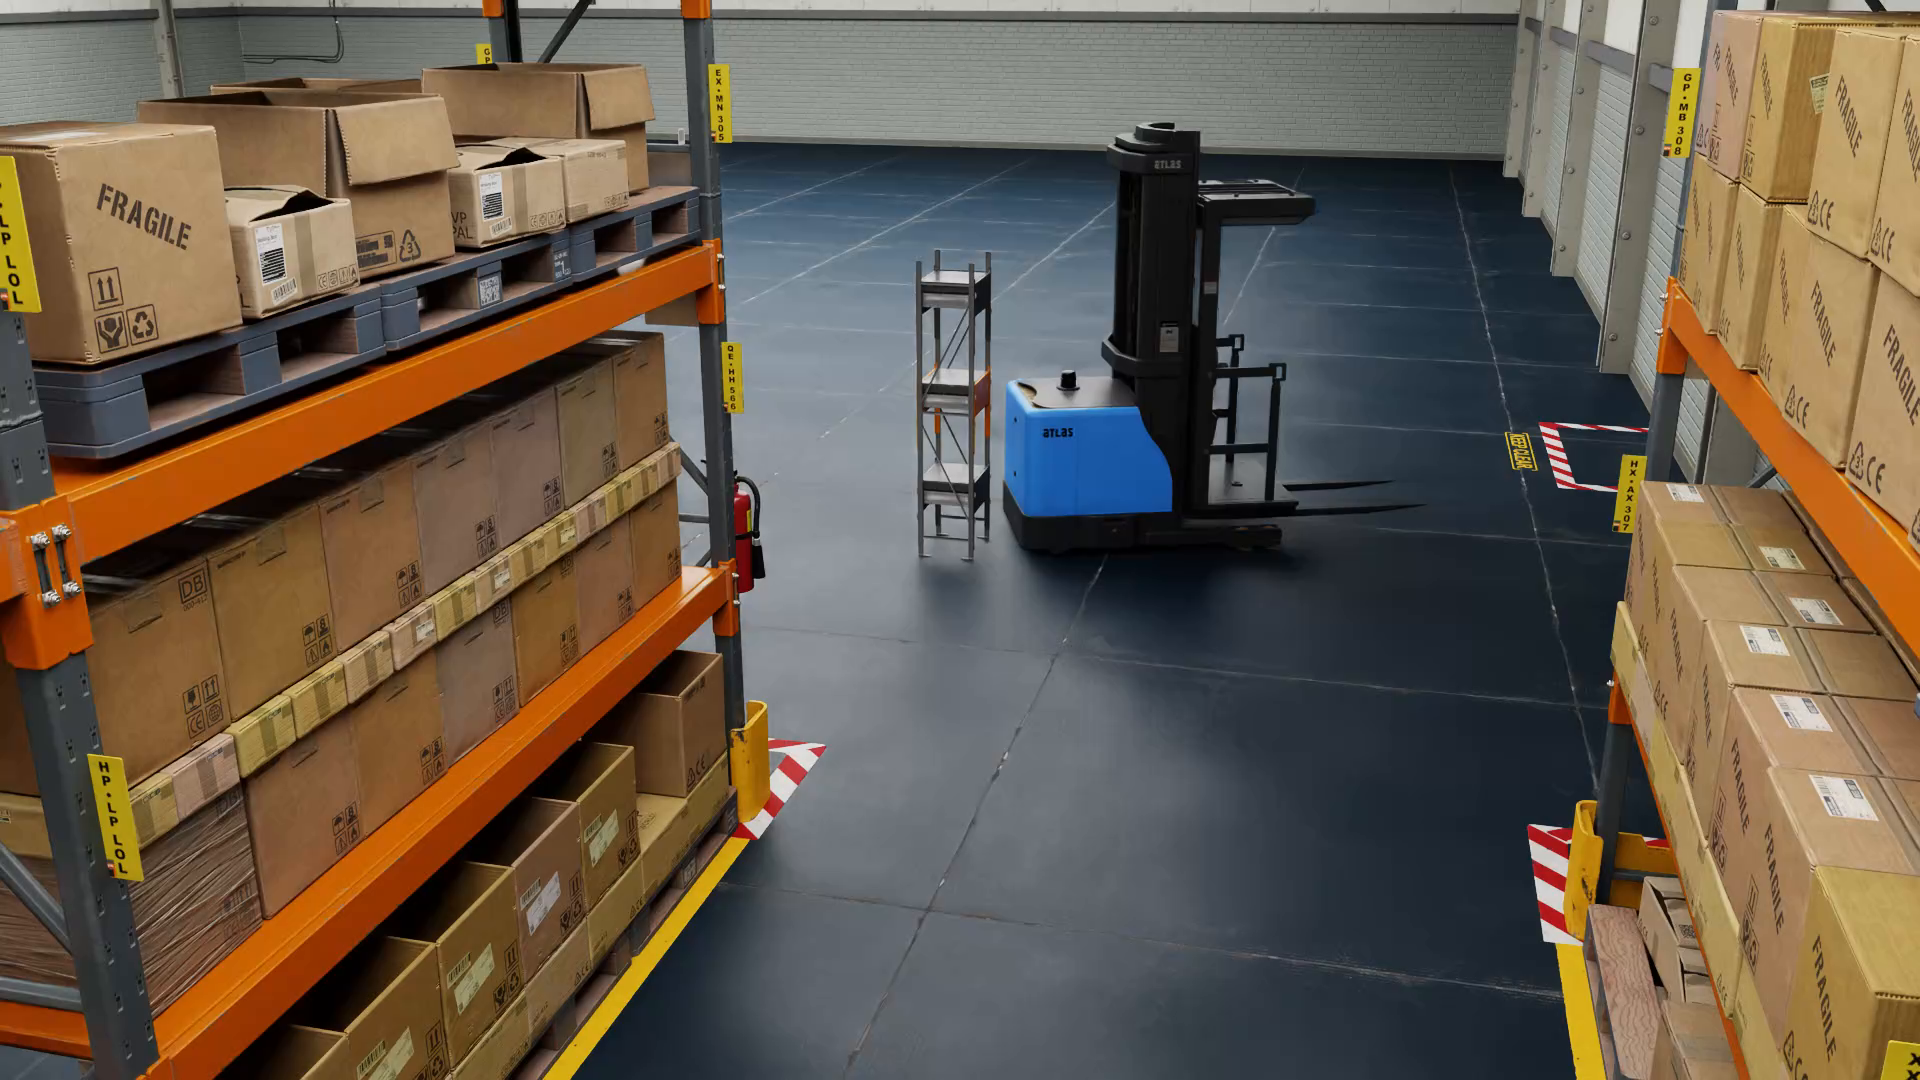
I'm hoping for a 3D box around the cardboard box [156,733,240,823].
[{"bbox_3d":[-2.219,0.629,4.547,0.380,0.149,0.250,5,19,14],"label":"cardboard box"}]

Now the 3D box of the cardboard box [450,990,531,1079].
[{"bbox_3d":[-1.872,1.799,5.883,0.500,0.250,0.500,5,19,13],"label":"cardboard box"}]

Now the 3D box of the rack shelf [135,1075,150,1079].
[{"bbox_3d":[-3.022,2.098,2.517,1.077,0.370,4.000,5,19,13],"label":"rack shelf"}]

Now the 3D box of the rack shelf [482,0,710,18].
[{"bbox_3d":[-2.045,-1.805,5.282,1.077,0.370,4.000,5,19,13],"label":"rack shelf"}]

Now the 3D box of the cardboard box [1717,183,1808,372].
[{"bbox_3d":[2.635,-0.795,5.049,0.500,0.500,0.500,6,20,16],"label":"cardboard box"}]

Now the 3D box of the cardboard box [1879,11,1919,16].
[{"bbox_3d":[3.396,-1.526,5.642,0.500,0.500,0.500,6,20,16],"label":"cardboard box"}]

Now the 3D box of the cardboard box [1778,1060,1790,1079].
[{"bbox_3d":[2.093,1.410,3.619,0.500,0.250,0.500,5,19,14],"label":"cardboard box"}]

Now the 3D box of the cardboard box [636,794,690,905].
[{"bbox_3d":[-1.511,1.329,7.261,0.500,0.250,0.500,5,19,13],"label":"cardboard box"}]

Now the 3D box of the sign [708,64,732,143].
[{"bbox_3d":[-1.034,-1.877,7.153,0.100,0.325,0.005,5,19,13],"label":"sign"}]

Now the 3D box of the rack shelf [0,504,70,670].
[{"bbox_3d":[-3.022,0.679,2.032,1.077,0.370,4.000,5,19,13],"label":"rack shelf"}]

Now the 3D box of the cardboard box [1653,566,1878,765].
[{"bbox_3d":[2.577,0.415,5.372,0.500,0.500,0.500,4,19,12],"label":"cardboard box"}]

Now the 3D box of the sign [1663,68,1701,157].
[{"bbox_3d":[2.722,-1.609,6.263,0.100,0.325,0.005,5,19,13],"label":"sign"}]

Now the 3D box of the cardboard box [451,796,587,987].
[{"bbox_3d":[-1.752,1.288,6.221,0.500,0.500,0.500,5,19,13],"label":"cardboard box"}]

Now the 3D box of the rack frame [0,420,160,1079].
[{"bbox_3d":[-2.534,1.131,4.236,1.000,3.000,0.127,5,19,13],"label":"rack frame"}]

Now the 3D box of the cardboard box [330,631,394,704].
[{"bbox_3d":[-2.032,0.388,5.254,0.380,0.149,0.250,4,19,12],"label":"cardboard box"}]

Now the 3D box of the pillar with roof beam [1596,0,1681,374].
[{"bbox_3d":[2.673,-6.385,16.959,9.100,9.000,0.400,5,19,13],"label":"pillar with roof beam"}]

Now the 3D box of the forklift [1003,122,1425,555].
[{"bbox_3d":[1.884,-1.479,11.984,3.031,2.935,1.130,-3,19,-7],"label":"forklift"}]

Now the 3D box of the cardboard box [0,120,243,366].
[{"bbox_3d":[-2.155,-0.738,4.045,0.500,0.500,0.500,6,20,18],"label":"cardboard box"}]

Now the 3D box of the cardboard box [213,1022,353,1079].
[{"bbox_3d":[-2.117,1.758,4.844,0.500,0.500,0.500,5,19,13],"label":"cardboard box"}]

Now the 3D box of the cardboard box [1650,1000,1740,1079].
[{"bbox_3d":[2.625,1.856,5.298,0.700,0.500,0.500,3,19,10],"label":"cardboard box"}]

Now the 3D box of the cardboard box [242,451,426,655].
[{"bbox_3d":[-2.186,0.015,5.342,0.700,0.500,0.500,5,19,13],"label":"cardboard box"}]

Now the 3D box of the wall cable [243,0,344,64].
[{"bbox_3d":[-17.298,-13.524,42.664,3.097,2.526,0.112,5,19,13],"label":"wall cable"}]

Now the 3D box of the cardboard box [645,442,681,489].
[{"bbox_3d":[-1.465,-0.342,7.390,0.380,0.149,0.250,4,19,12],"label":"cardboard box"}]

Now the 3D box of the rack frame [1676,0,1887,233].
[{"bbox_3d":[3.248,-2.572,5.795,1.000,3.000,0.127,5,19,13],"label":"rack frame"}]

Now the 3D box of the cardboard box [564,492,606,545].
[{"bbox_3d":[-1.654,-0.101,6.685,0.380,0.149,0.250,5,19,14],"label":"cardboard box"}]

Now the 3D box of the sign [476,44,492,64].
[{"bbox_3d":[-2.093,-2.039,7.401,0.100,0.325,0.005,5,19,13],"label":"sign"}]

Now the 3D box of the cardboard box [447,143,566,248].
[{"bbox_3d":[-1.718,-1.209,5.717,0.500,0.311,0.500,7,20,20],"label":"cardboard box"}]

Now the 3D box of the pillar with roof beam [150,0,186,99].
[{"bbox_3d":[-15.125,-13.835,38.769,9.100,9.000,0.400,5,19,13],"label":"pillar with roof beam"}]

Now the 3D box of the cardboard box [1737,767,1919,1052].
[{"bbox_3d":[2.203,0.898,3.958,0.500,0.500,0.500,5,19,13],"label":"cardboard box"}]

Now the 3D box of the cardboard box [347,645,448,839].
[{"bbox_3d":[-2.182,0.621,5.573,0.700,0.500,0.500,5,19,14],"label":"cardboard box"}]

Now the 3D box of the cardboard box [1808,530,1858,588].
[{"bbox_3d":[3.206,0.296,5.723,0.500,0.500,0.500,5,19,14],"label":"cardboard box"}]

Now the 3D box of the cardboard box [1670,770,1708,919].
[{"bbox_3d":[2.452,0.938,5.002,0.500,0.250,0.500,5,19,14],"label":"cardboard box"}]

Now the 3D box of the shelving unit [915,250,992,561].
[{"bbox_3d":[-0.040,-0.942,11.696,0.431,2.100,0.503,5,19,13],"label":"shelving unit"}]

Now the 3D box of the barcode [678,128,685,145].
[{"bbox_3d":[-1.162,-1.684,6.939,0.001,0.075,0.075,5,19,13],"label":"barcode"}]

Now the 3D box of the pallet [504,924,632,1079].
[{"bbox_3d":[-2.003,1.821,6.529,1.003,0.211,1.213,5,19,13],"label":"pallet"}]

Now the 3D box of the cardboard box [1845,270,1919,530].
[{"bbox_3d":[2.290,-0.290,3.571,0.500,0.500,0.500,3,19,9],"label":"cardboard box"}]

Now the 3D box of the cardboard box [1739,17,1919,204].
[{"bbox_3d":[2.632,-1.266,4.880,0.500,0.500,0.500,5,20,15],"label":"cardboard box"}]

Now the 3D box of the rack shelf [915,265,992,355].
[{"bbox_3d":[-0.040,-1.591,11.474,0.431,0.518,0.480,5,19,13],"label":"rack shelf"}]

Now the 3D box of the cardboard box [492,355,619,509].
[{"bbox_3d":[-1.819,-0.457,6.722,0.700,0.500,0.500,4,19,12],"label":"cardboard box"}]

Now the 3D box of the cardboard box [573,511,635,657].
[{"bbox_3d":[-1.807,0.140,6.982,0.700,0.500,0.500,5,20,15],"label":"cardboard box"}]

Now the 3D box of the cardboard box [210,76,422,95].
[{"bbox_3d":[-2.227,-1.356,5.854,0.500,0.500,0.500,5,19,13],"label":"cardboard box"}]

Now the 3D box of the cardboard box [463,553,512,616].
[{"bbox_3d":[-1.842,0.144,5.967,0.380,0.149,0.250,4,19,13],"label":"cardboard box"}]

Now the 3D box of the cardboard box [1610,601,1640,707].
[{"bbox_3d":[2.821,0.457,6.411,0.500,0.250,0.500,4,19,12],"label":"cardboard box"}]

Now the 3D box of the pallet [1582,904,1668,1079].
[{"bbox_3d":[2.997,1.863,6.408,1.003,0.211,1.213,5,19,13],"label":"pallet"}]

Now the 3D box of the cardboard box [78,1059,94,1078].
[{"bbox_3d":[-2.499,1.560,5.423,0.500,0.500,0.500,5,19,13],"label":"cardboard box"}]
